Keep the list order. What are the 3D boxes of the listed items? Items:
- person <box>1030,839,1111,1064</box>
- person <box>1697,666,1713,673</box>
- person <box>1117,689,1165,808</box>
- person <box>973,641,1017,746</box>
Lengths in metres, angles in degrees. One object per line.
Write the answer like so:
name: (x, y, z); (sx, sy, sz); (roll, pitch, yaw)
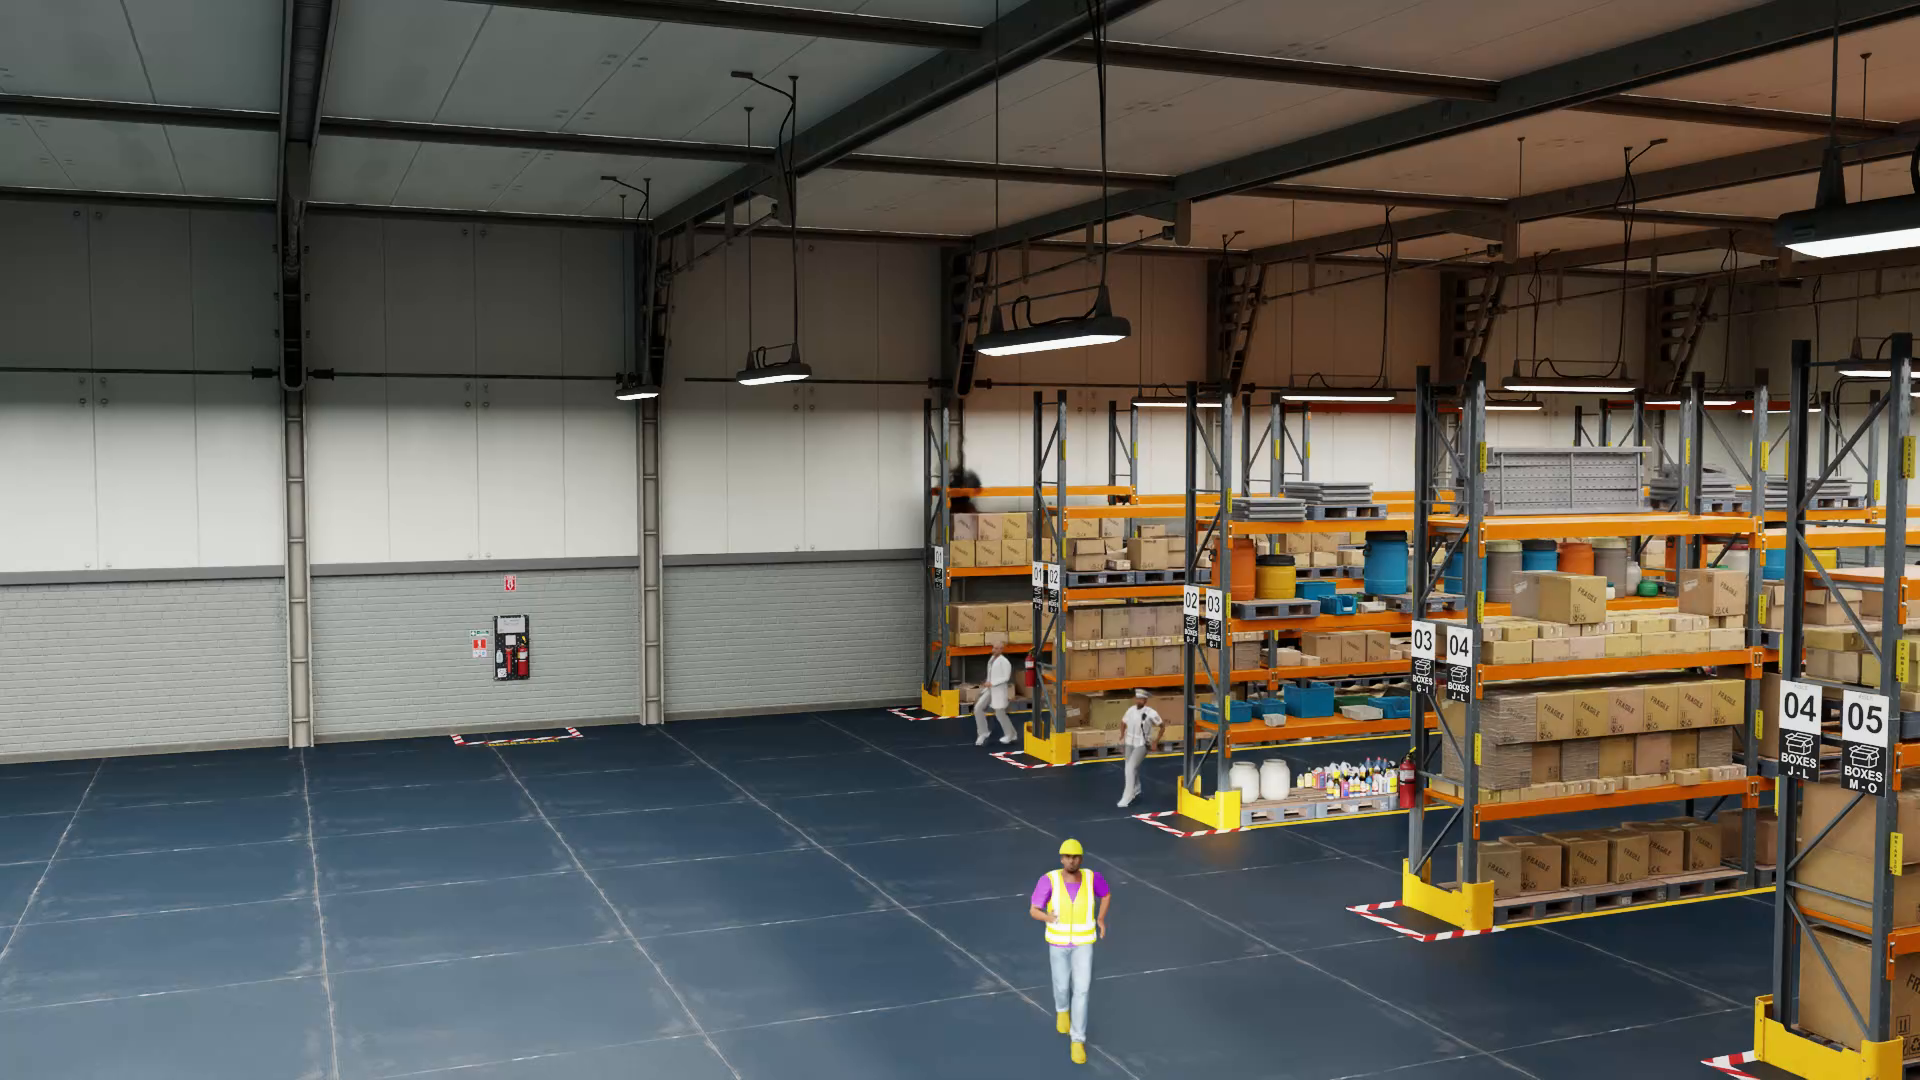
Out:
person: (0.940, 3.416, 14.103); (0.701, 1.765, 0.917); (0, 3, 2)
person: (13.252, 2.521, 29.781); (0.747, 1.826, 0.642); (-2, 4, -36)
person: (2.546, 2.950, 23.663); (0.660, 1.714, 0.686); (3, 5, 42)
person: (0.650, 2.627, 28.333); (0.749, 1.818, 0.714); (-2, 4, -32)
